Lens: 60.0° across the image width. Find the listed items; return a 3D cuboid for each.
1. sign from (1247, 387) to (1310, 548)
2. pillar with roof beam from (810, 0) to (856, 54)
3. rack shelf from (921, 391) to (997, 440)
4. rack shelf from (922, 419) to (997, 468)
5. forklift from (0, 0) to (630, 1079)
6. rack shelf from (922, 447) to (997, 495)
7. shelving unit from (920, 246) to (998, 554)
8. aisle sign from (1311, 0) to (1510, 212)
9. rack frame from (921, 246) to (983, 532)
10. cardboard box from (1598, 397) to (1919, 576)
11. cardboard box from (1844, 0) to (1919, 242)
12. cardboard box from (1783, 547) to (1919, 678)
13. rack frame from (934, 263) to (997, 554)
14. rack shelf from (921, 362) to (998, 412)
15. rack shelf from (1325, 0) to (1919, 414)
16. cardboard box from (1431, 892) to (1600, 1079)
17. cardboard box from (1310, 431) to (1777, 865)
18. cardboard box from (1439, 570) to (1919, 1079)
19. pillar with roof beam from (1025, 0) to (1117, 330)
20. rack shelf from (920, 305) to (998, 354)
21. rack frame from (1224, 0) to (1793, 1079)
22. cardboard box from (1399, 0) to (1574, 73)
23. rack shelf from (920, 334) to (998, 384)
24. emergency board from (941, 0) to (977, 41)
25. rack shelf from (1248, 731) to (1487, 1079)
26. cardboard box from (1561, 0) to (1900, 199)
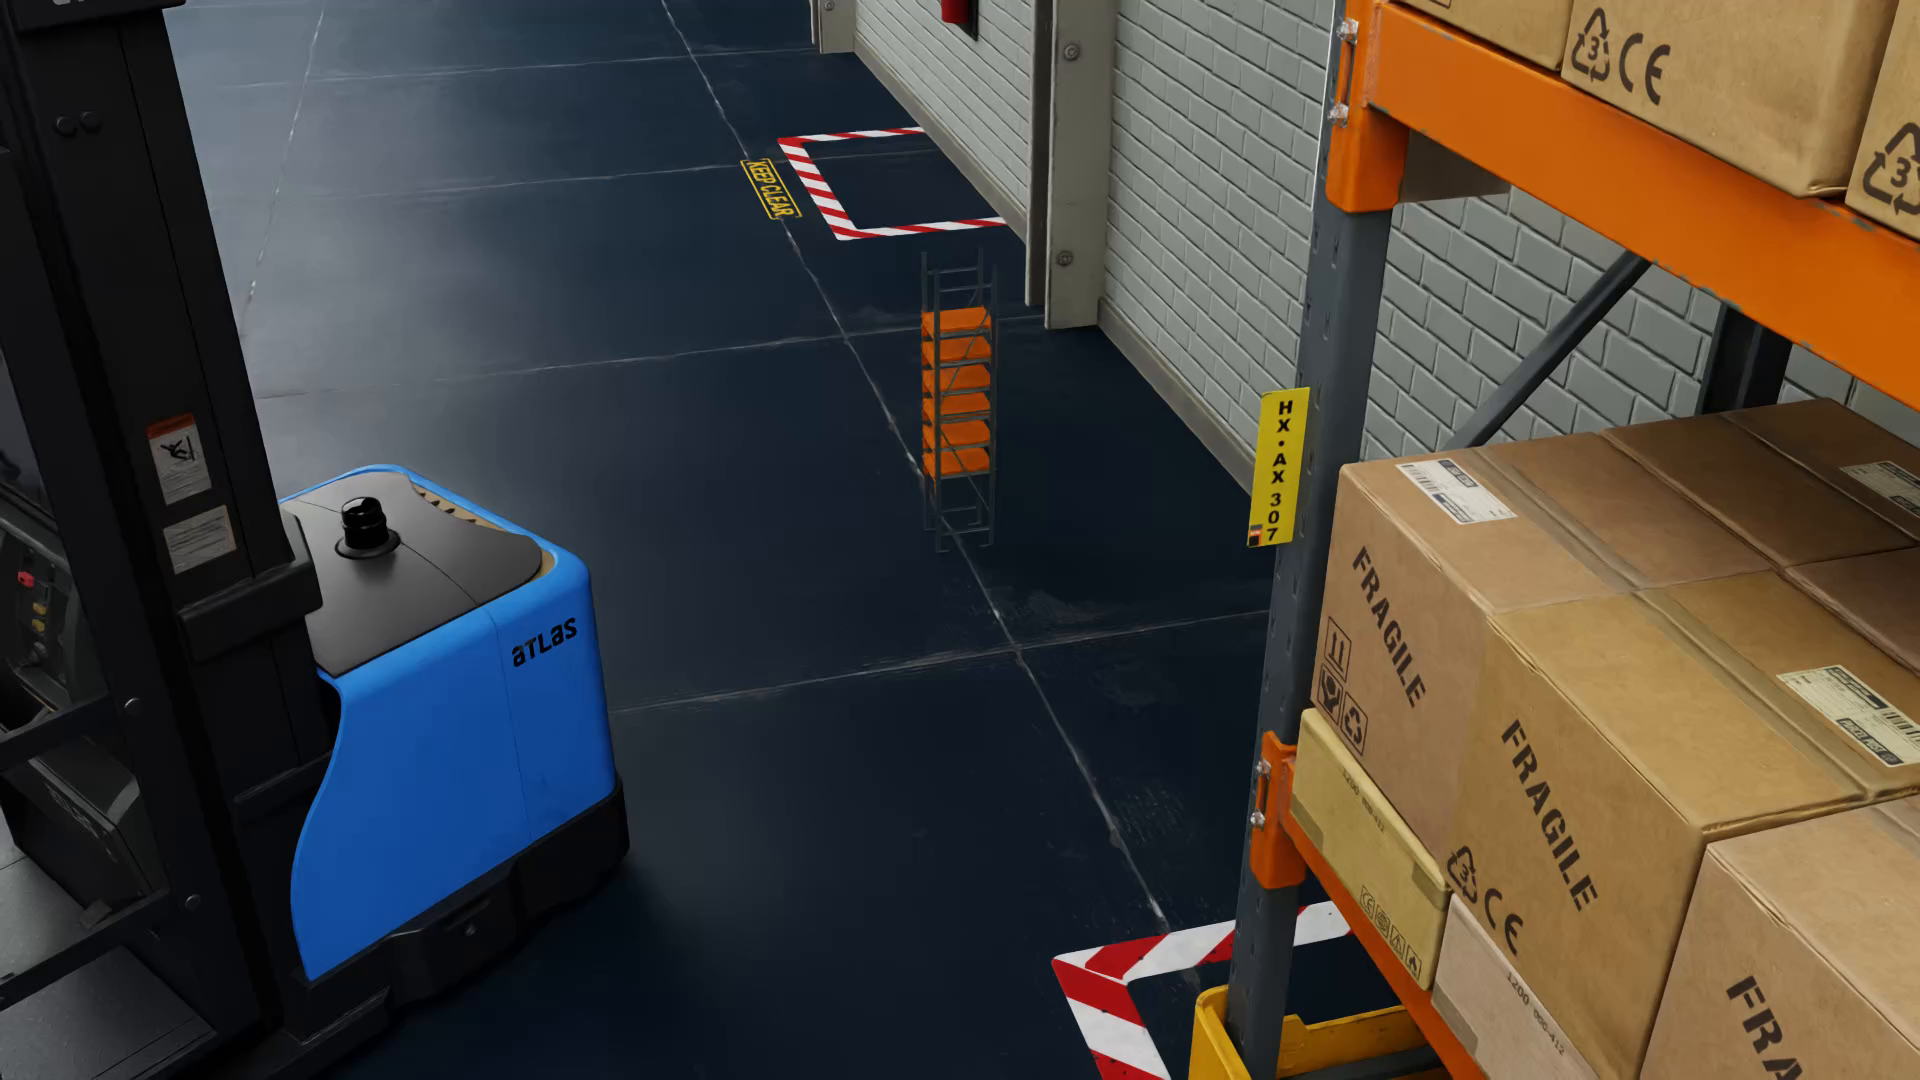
[{"bbox_3d":[0.600,-0.133,3.122,0.100,0.325,0.005,-8,31,-13],"label":"sign"},{"bbox_3d":[-5.193,-7.428,10.599,9.100,9.000,0.400,-8,31,-13],"label":"pillar with roof beam"},{"bbox_3d":[-0.004,-0.488,6.484,0.258,0.103,0.180,-8,31,-13],"label":"rack shelf"},{"bbox_3d":[-0.004,-0.384,6.544,0.258,0.103,0.180,-8,31,-13],"label":"rack shelf"},{"bbox_3d":[-2.324,0.129,3.602,1.130,2.935,3.031,23,37,34],"label":"forklift"},{"bbox_3d":[-0.004,-0.280,6.604,0.258,0.103,0.180,-8,31,-13],"label":"rack shelf"},{"bbox_3d":[-0.004,-0.526,6.462,0.258,1.200,0.189,-8,31,-13],"label":"shelving unit"},{"bbox_3d":[0.815,-0.951,2.803,0.394,0.787,0.004,-8,31,-13],"label":"aisle sign"},{"bbox_3d":[-0.028,-0.570,6.538,0.240,1.200,0.006,-8,31,-13],"label":"rack frame"},{"bbox_3d":[1.453,0.100,2.964,0.500,0.500,0.500,-8,31,-14],"label":"cardboard box"},{"bbox_3d":[1.220,-0.472,1.457,0.500,0.500,0.500,-6,31,-11],"label":"cardboard box"},{"bbox_3d":[1.577,0.345,2.541,0.500,0.500,0.500,-7,31,-13],"label":"cardboard box"},{"bbox_3d":[0.020,-0.482,6.385,0.240,1.200,0.006,-8,31,-13],"label":"rack frame"},{"bbox_3d":[-0.004,-0.592,6.424,0.258,0.103,0.180,-8,31,-13],"label":"rack shelf"},{"bbox_3d":[1.654,0.148,1.223,1.077,0.370,4.000,-8,31,-13],"label":"rack shelf"},{"bbox_3d":[1.098,0.752,2.586,0.500,0.250,0.500,-9,31,-15],"label":"cardboard box"},{"bbox_3d":[0.960,0.171,2.841,0.500,0.500,0.500,-8,31,-13],"label":"cardboard box"},{"bbox_3d":[1.081,0.411,2.426,0.500,0.500,0.500,-8,31,-13],"label":"cardboard box"},{"bbox_3d":[-3.600,-4.530,5.593,9.100,9.000,0.400,-8,31,-13],"label":"pillar with roof beam"},{"bbox_3d":[-0.004,-0.799,6.303,0.258,0.103,0.180,-8,31,-13],"label":"rack shelf"},{"bbox_3d":[1.123,0.169,3.463,1.000,3.000,0.127,-8,31,-13],"label":"rack frame"},{"bbox_3d":[0.971,-0.986,2.345,0.500,0.500,0.500,-7,31,-12],"label":"cardboard box"},{"bbox_3d":[-0.004,-0.696,6.364,0.258,0.103,0.180,-8,31,-13],"label":"rack shelf"},{"bbox_3d":[-0.069,-3.704,10.155,0.194,1.169,0.643,-8,31,-13],"label":"emergency board"},{"bbox_3d":[1.654,1.446,1.975,1.077,0.370,4.000,-8,31,-13],"label":"rack shelf"},{"bbox_3d":[1.079,-0.722,1.889,0.500,0.500,0.500,-6,31,-10],"label":"cardboard box"}]
